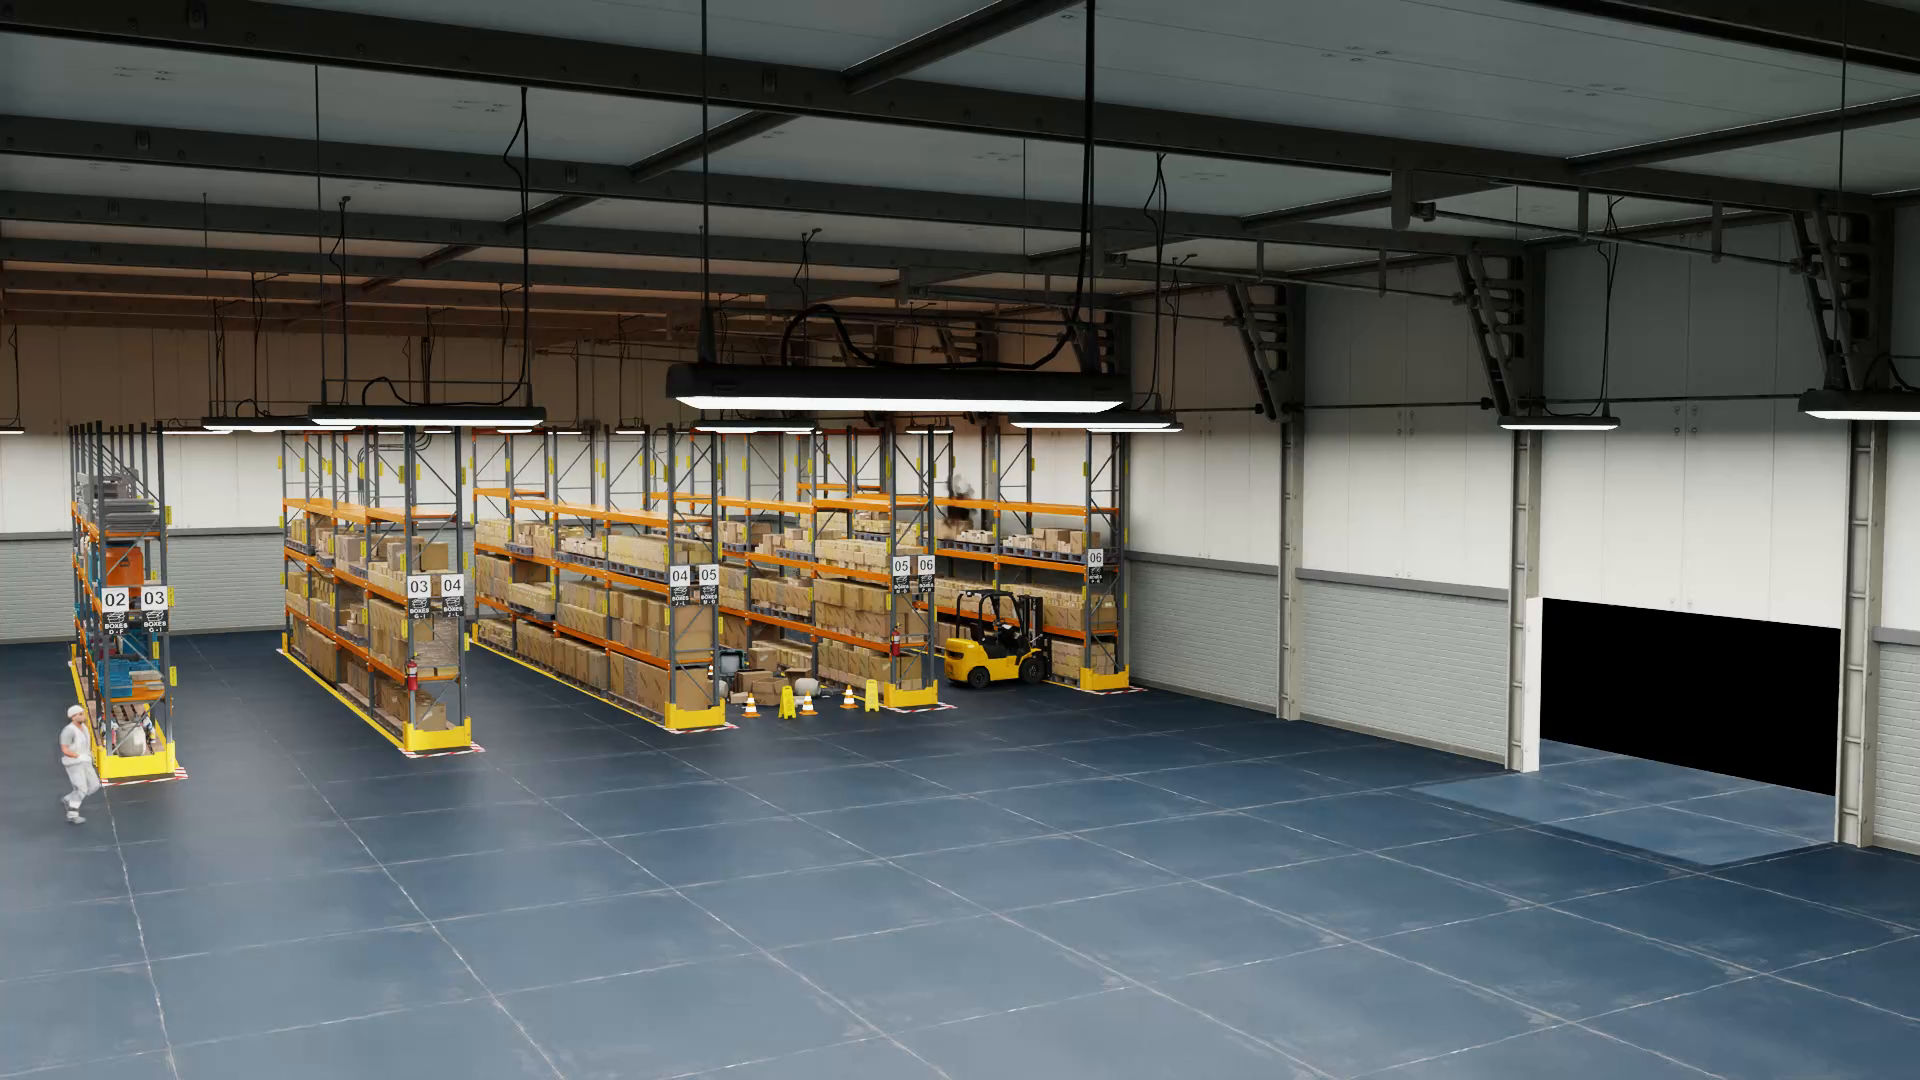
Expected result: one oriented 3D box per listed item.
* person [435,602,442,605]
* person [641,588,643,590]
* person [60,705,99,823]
[{"bbox_3d":[-14.510,1.999,46.791,0.713,1.694,0.637,2,4,29],"label":"person"},{"bbox_3d":[-9.554,1.744,50.609,0.563,1.731,0.717,0,4,5],"label":"person"},{"bbox_3d":[-13.107,3.322,24.734,0.616,1.743,0.693,0,4,1],"label":"person"}]
